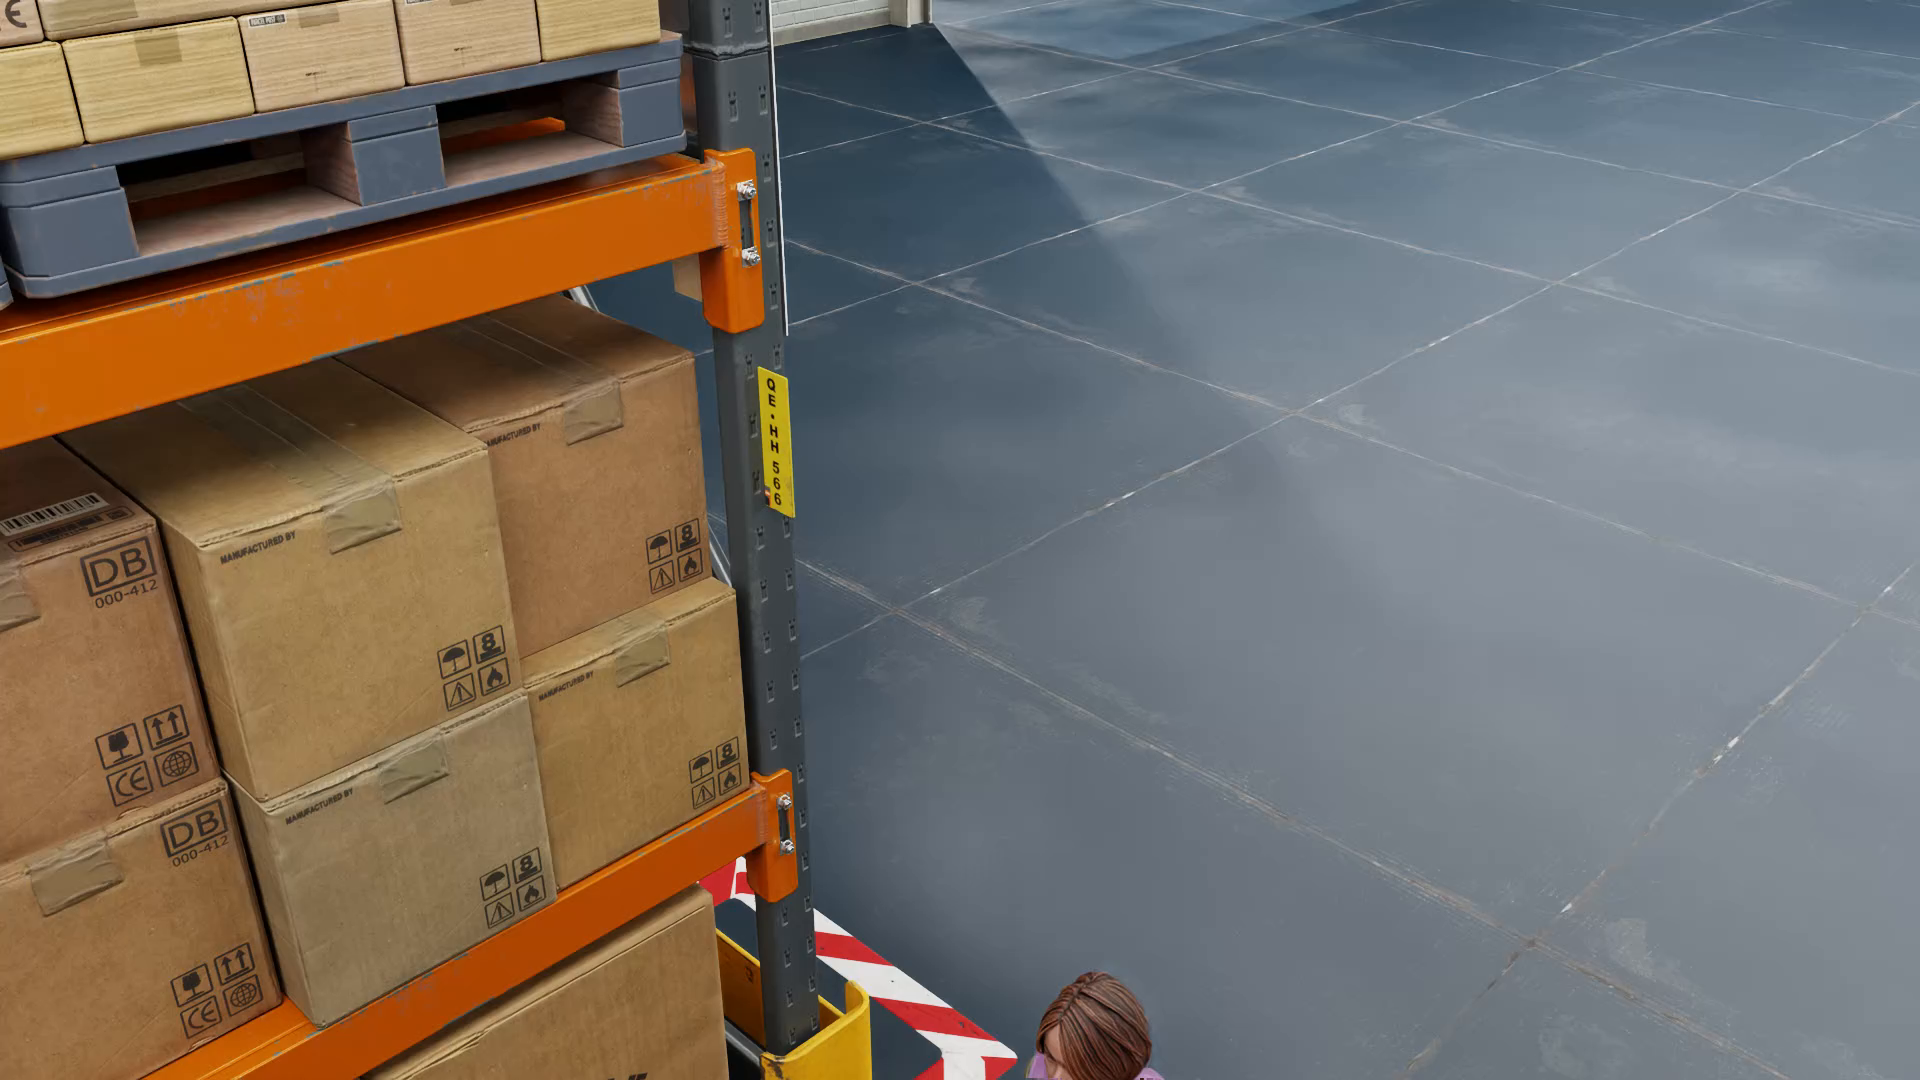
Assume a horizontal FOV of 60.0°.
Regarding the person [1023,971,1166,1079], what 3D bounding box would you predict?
[{"bbox_3d":[0.369,1.455,3.390,0.482,1.574,0.687,18,33,31],"label":"person"}]
